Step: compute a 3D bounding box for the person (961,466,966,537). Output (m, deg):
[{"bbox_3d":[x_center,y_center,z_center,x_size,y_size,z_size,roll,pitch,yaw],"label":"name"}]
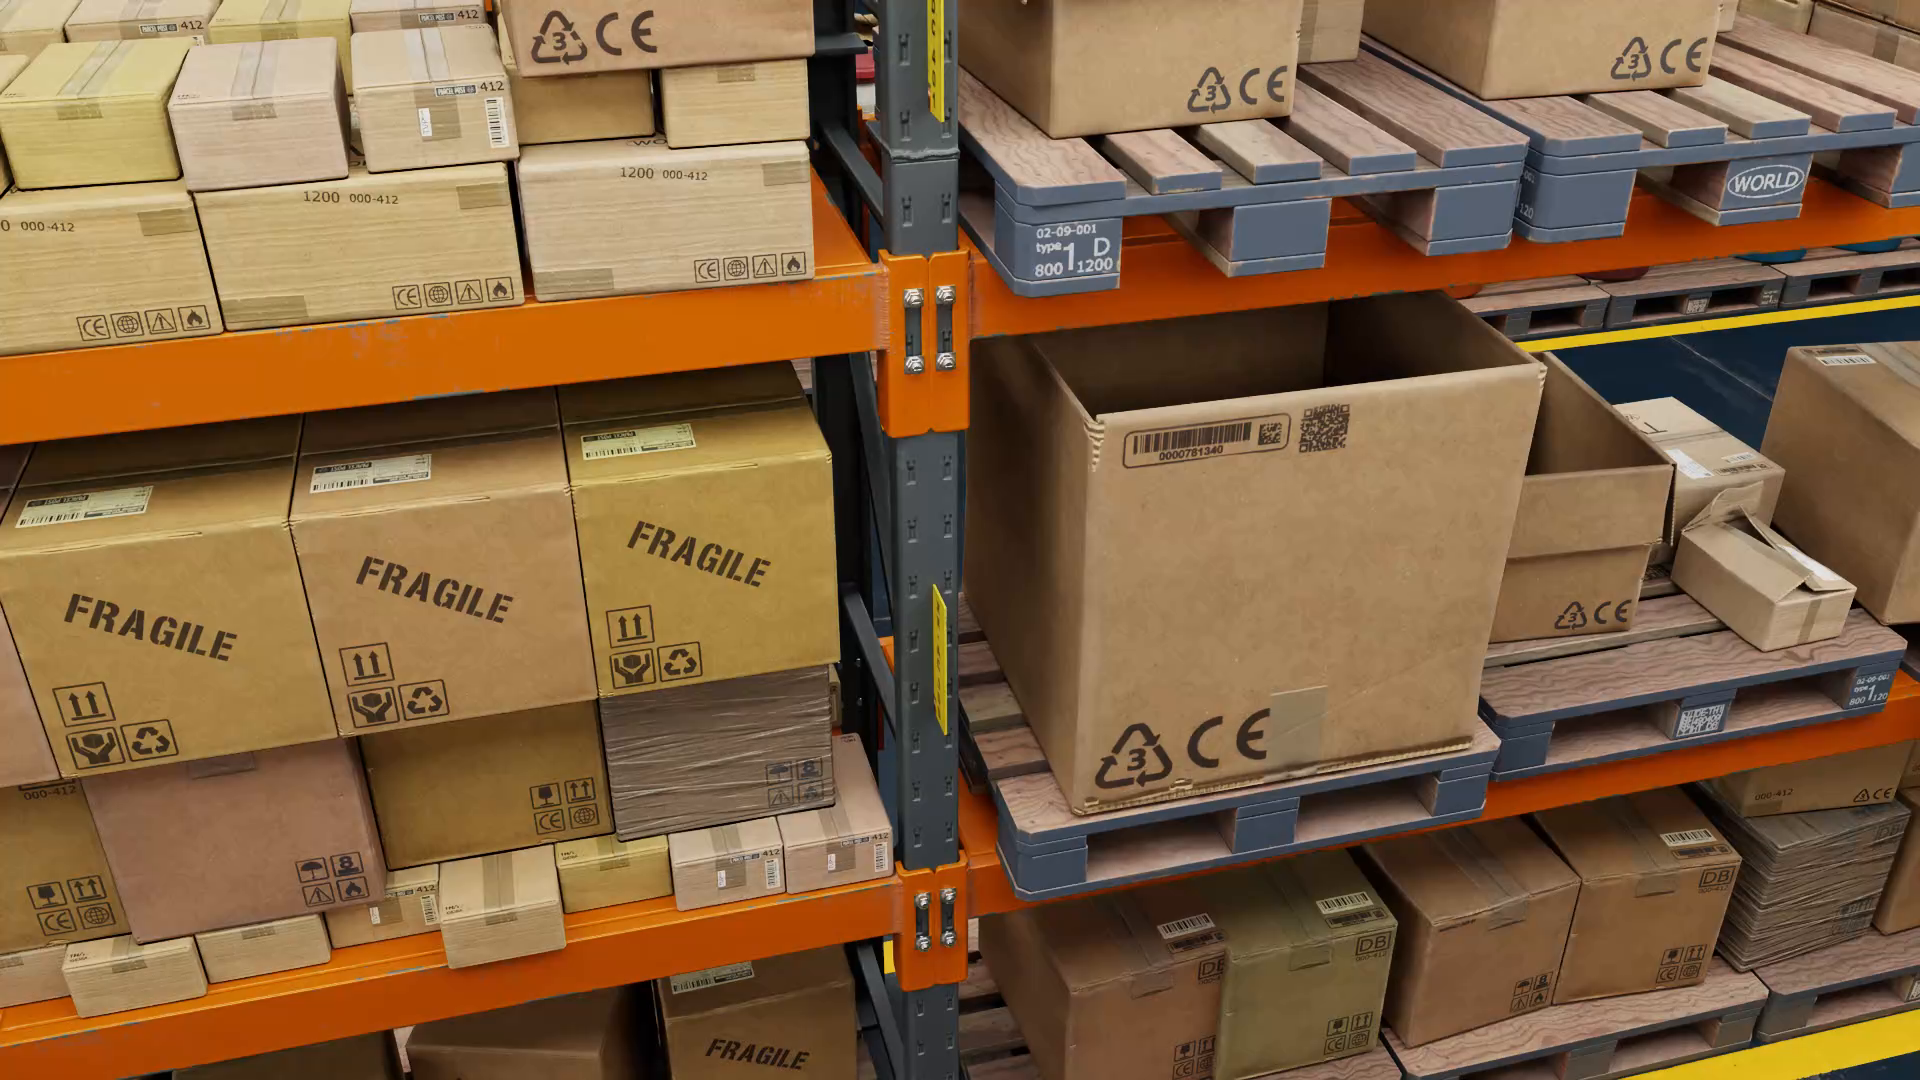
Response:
[{"bbox_3d":[0.182,-0.396,6.796,0.533,1.657,0.495,16,34,25],"label":"person"}]
